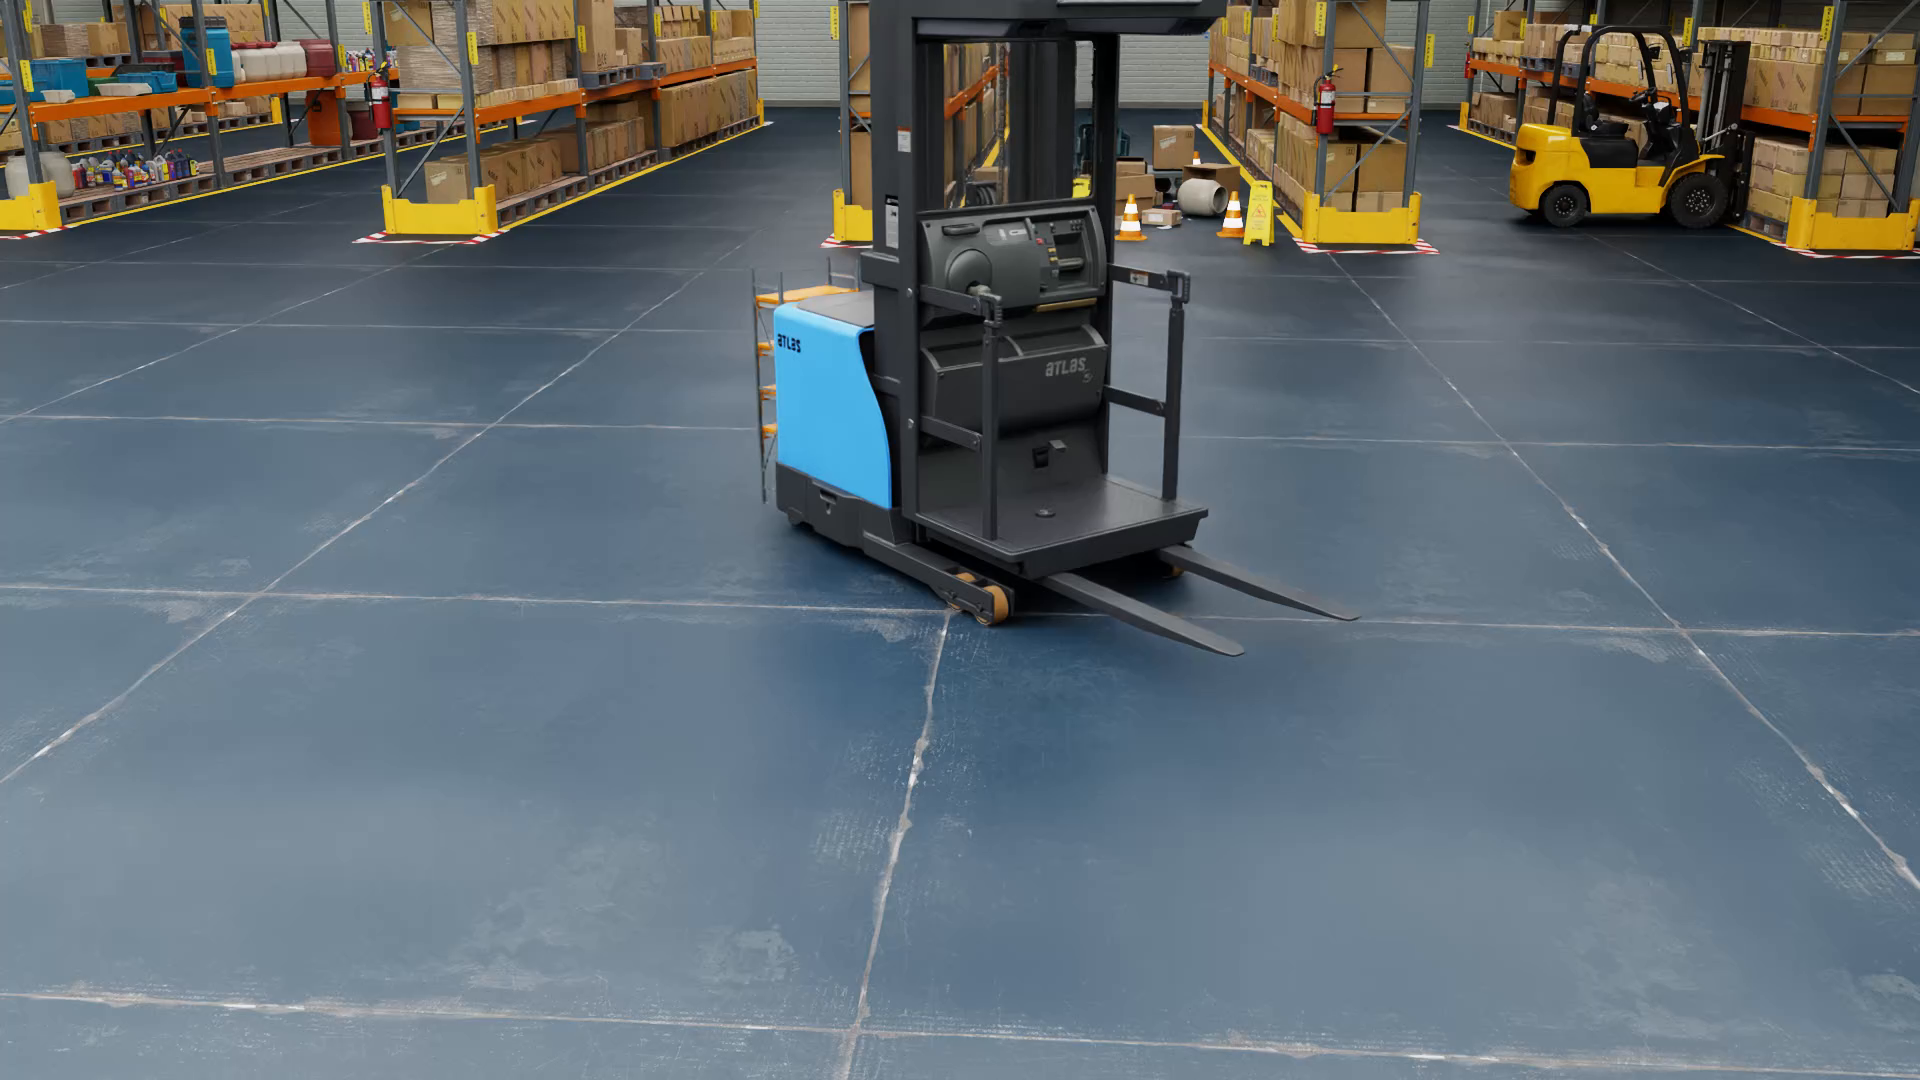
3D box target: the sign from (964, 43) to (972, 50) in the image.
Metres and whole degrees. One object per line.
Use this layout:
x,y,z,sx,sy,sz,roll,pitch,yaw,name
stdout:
0.101,-6.317,20.868,0.100,0.325,0.005,1,18,4,sign

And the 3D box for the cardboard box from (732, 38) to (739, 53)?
-4.409,-9.185,30.901,0.500,0.250,0.500,1,18,4,cardboard box

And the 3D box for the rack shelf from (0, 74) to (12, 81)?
-15.130,-6.524,24.171,1.077,0.370,4.000,1,18,4,rack shelf

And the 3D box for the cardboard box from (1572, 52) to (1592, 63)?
9.394,-7.227,24.889,0.380,0.149,0.250,2,18,5,cardboard box

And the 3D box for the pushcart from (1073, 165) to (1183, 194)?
2.214,-4.590,21.326,1.648,0.377,0.936,-5,19,-15,pushcart

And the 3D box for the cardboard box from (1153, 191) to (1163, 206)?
2.292,-4.297,20.610,0.258,0.266,0.396,-13,22,-34,cardboard box

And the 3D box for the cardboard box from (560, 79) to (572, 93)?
-5.143,-5.752,21.064,0.380,0.149,0.250,1,18,4,cardboard box

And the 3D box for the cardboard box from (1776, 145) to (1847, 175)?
8.878,-3.967,17.349,0.500,0.250,0.500,2,18,6,cardboard box

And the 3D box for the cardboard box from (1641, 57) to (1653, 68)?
9.295,-6.335,21.876,0.500,0.250,0.500,2,18,5,cardboard box

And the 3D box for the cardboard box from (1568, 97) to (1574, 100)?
10.255,-7.218,27.432,0.380,0.149,0.250,1,18,4,cardboard box

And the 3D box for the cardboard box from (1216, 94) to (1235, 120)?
5.404,-8.303,31.885,0.875,0.438,0.875,1,18,2,cardboard box

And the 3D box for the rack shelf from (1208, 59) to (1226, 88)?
5.208,-8.565,30.400,1.077,0.370,4.000,1,18,4,rack shelf

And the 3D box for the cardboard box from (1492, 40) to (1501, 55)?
9.917,-8.880,29.970,0.500,0.250,0.500,1,18,2,cardboard box

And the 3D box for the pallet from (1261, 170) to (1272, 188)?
4.546,-4.718,21.982,1.003,0.211,1.213,1,18,4,pallet

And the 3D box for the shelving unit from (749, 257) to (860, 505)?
-0.760,-0.792,8.404,0.503,1.200,0.258,-17,24,-42,shelving unit

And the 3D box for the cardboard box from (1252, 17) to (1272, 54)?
4.515,-7.297,24.063,0.500,0.500,0.500,1,18,2,cardboard box

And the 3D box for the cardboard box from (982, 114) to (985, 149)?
0.139,-6.348,25.820,0.500,0.500,0.500,1,18,2,cardboard box

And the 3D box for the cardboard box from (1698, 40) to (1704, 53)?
9.157,-5.954,20.074,0.380,0.149,0.250,1,18,3,cardboard box

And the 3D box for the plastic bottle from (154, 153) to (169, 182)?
-10.129,-4.717,21.048,0.144,0.351,0.185,1,18,4,plastic bottle

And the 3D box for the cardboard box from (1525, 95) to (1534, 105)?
9.725,-7.391,27.959,0.380,0.149,0.250,2,18,7,cardboard box

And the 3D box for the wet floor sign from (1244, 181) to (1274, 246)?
3.124,-3.405,17.278,0.267,0.644,0.232,8,20,23,wet floor sign

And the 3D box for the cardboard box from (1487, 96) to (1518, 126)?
9.927,-7.816,30.298,0.500,0.500,0.500,2,18,5,cardboard box

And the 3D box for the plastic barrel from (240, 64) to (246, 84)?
-10.085,-6.475,23.088,0.301,0.262,0.301,0,18,0,plastic barrel

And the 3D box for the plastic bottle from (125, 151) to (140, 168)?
-10.661,-4.838,21.420,0.144,0.351,0.185,1,18,4,plastic bottle

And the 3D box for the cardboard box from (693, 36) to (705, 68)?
-4.623,-8.250,28.122,0.500,0.500,0.500,2,18,6,cardboard box

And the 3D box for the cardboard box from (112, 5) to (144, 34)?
-14.922,-9.415,30.072,0.500,0.500,0.500,1,18,4,cardboard box

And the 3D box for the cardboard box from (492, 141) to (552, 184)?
-5.495,-4.733,20.889,0.500,0.500,0.500,7,20,21,cardboard box

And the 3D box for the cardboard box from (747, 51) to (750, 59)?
-4.266,-9.353,32.053,0.380,0.149,0.250,1,18,4,cardboard box

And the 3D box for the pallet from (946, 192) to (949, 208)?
-0.670,-3.941,19.611,1.003,0.211,1.213,1,18,4,pallet

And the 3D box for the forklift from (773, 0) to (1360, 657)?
0.366,-1.211,6.911,1.130,2.935,3.031,-13,22,-34,forklift

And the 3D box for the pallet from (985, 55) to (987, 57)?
-0.079,-8.040,27.949,1.003,0.211,1.213,1,18,4,pallet

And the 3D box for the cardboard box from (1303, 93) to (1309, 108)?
3.954,-4.801,18.162,0.380,0.149,0.250,2,18,5,cardboard box

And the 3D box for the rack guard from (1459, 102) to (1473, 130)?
10.297,-8.207,32.166,1.175,0.500,0.348,1,18,4,rack guard

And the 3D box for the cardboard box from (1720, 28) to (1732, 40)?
9.065,-5.856,19.297,0.380,0.149,0.250,2,18,5,cardboard box

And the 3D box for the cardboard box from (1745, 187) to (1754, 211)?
8.964,-3.804,18.458,0.500,0.250,0.500,1,18,5,cardboard box

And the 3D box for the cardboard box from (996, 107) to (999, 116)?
0.522,-7.859,30.517,0.380,0.149,0.250,1,18,3,cardboard box

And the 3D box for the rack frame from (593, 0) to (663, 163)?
-5.106,-7.265,25.276,1.000,3.000,0.127,1,18,4,rack frame

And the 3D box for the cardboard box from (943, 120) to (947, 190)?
-0.629,-4.596,19.871,0.875,0.875,0.875,1,18,4,cardboard box

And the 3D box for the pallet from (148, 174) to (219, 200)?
-10.423,-4.600,21.623,1.003,0.211,1.213,1,18,4,pallet

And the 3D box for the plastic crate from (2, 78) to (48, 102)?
-10.830,-5.184,19.164,0.499,0.251,0.408,1,18,4,plastic crate

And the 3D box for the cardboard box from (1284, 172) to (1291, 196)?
4.117,-4.186,19.622,0.500,0.250,0.500,1,18,3,cardboard box

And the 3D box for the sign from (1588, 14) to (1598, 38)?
9.187,-7.456,24.127,0.100,0.325,0.005,1,18,4,sign

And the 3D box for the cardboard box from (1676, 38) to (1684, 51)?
9.246,-6.239,20.943,0.380,0.149,0.250,1,18,3,cardboard box

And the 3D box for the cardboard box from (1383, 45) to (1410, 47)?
4.549,-5.050,17.878,0.500,0.500,0.500,2,18,6,cardboard box

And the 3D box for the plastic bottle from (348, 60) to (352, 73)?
-9.650,-7.474,26.233,0.097,0.201,0.097,0,18,0,plastic bottle

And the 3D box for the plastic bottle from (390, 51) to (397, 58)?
-9.538,-8.117,28.077,0.152,0.276,0.135,1,18,4,plastic bottle

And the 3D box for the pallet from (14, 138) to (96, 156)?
-14.896,-6.393,27.094,1.003,0.211,1.213,1,18,4,pallet

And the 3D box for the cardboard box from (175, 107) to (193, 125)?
-14.454,-7.786,30.479,0.500,0.311,0.500,1,18,4,cardboard box

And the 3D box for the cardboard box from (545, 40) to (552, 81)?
-5.558,-5.918,20.529,0.875,0.500,0.500,1,18,4,cardboard box

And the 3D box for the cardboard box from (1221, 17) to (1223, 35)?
4.868,-9.119,29.168,0.500,0.500,0.500,1,18,3,cardboard box

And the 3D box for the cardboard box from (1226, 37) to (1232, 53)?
4.752,-8.322,27.940,0.500,0.250,0.500,1,18,2,cardboard box

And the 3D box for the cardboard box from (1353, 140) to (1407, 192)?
4.539,-4.060,18.033,0.500,0.500,0.500,1,18,2,cardboard box
